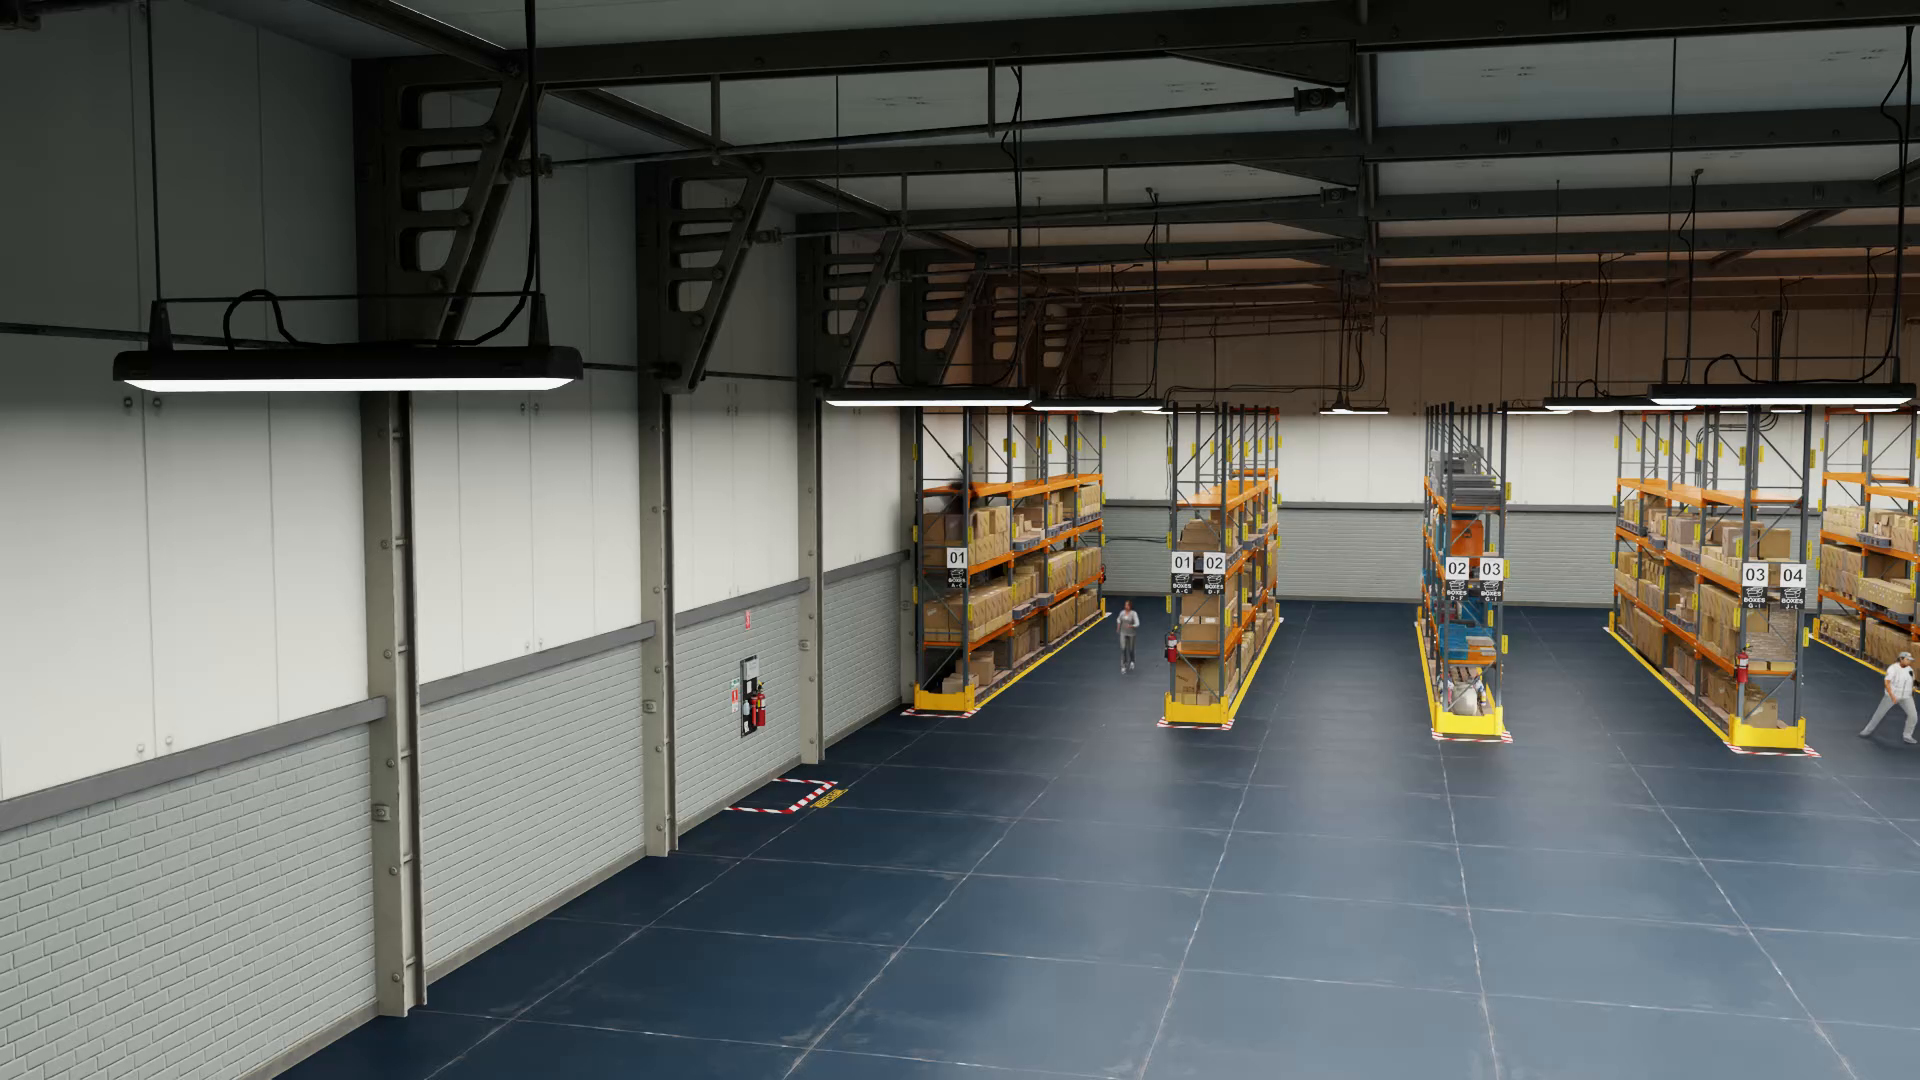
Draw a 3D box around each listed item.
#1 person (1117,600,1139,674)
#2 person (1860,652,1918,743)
[{"bbox_3d":[3.765,2.159,37.347,0.523,1.623,0.774,1,4,15],"label":"person"},{"bbox_3d":[16.448,2.752,29.436,0.786,1.600,0.716,1,4,8],"label":"person"}]
